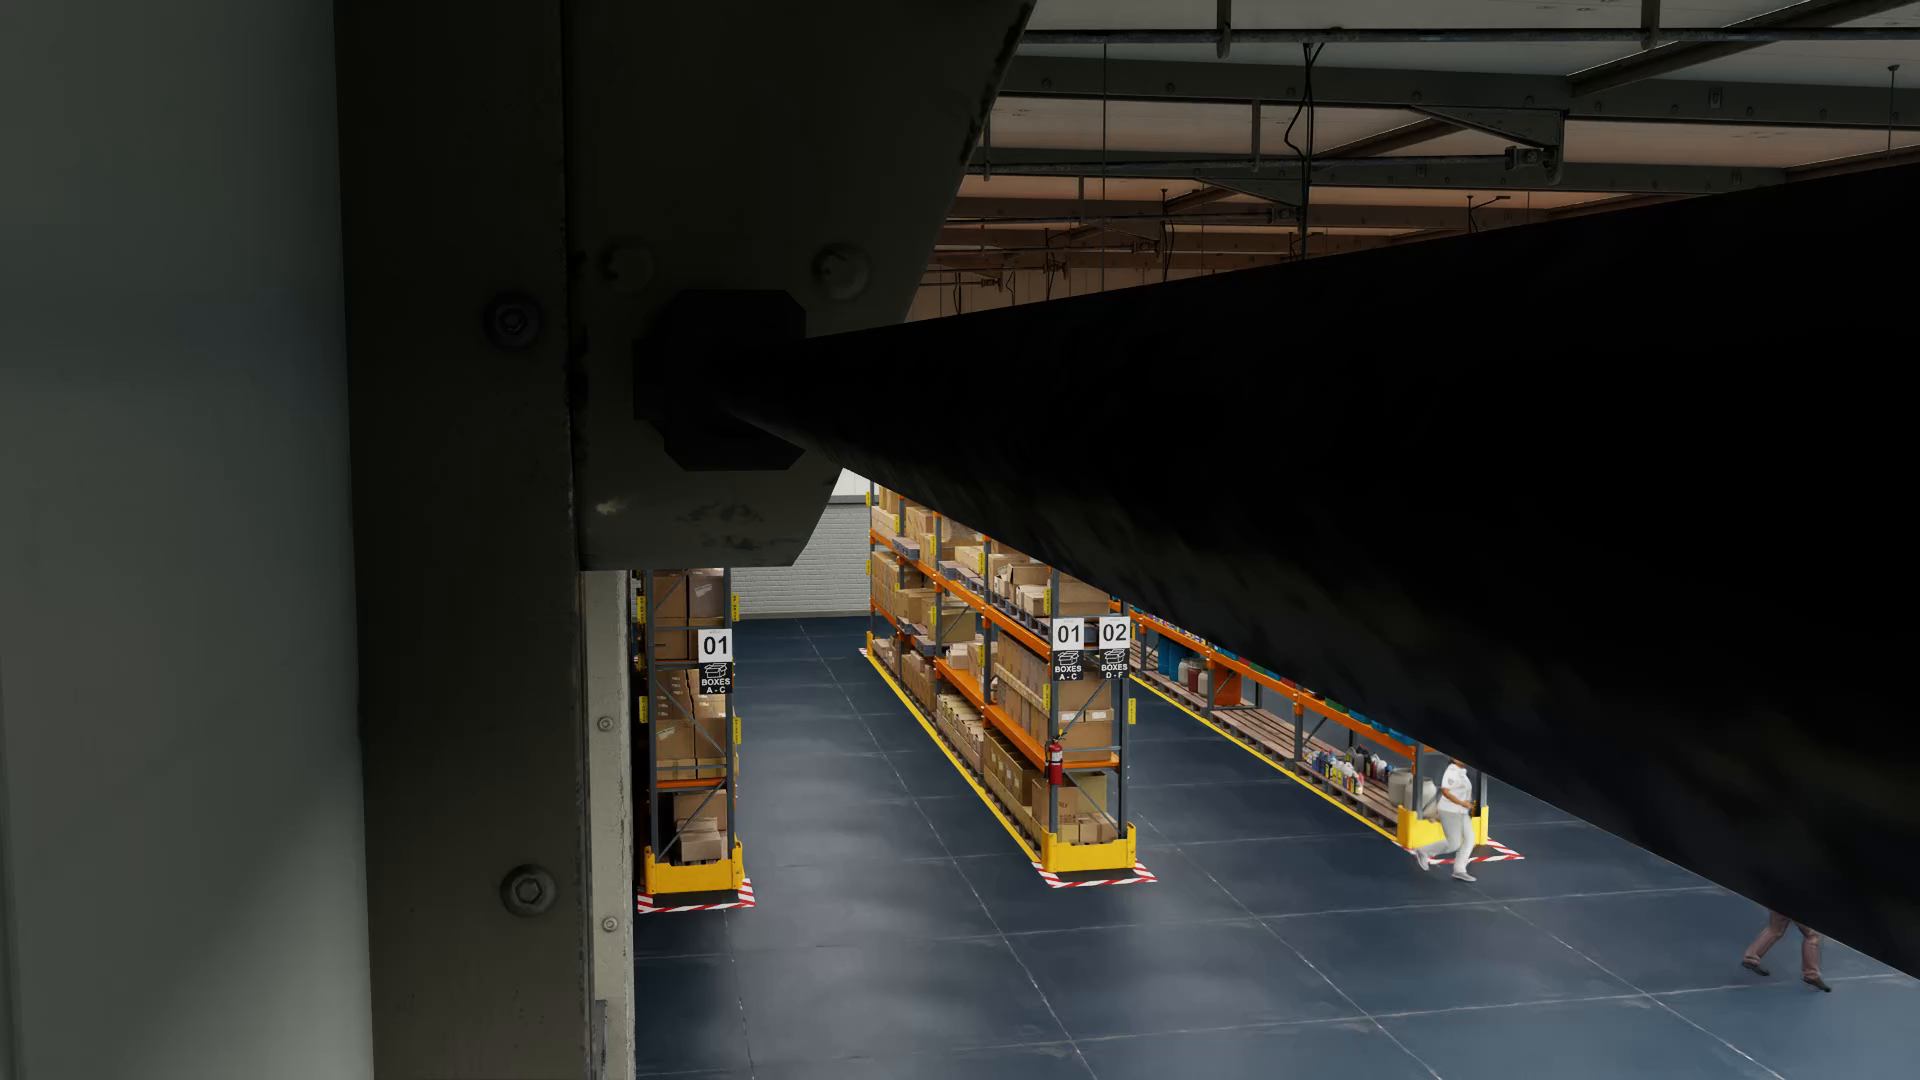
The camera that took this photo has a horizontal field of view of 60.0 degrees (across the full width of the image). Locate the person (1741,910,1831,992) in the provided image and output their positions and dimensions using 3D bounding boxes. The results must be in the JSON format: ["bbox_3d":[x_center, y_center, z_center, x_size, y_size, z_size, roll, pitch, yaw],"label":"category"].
[{"bbox_3d":[8.459,3.697,16.961,0.825,1.771,0.633,1,6,7],"label":"person"}]

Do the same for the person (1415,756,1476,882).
[{"bbox_3d":[6.085,3.376,20.668,0.743,1.640,0.633,3,7,29],"label":"person"}]
